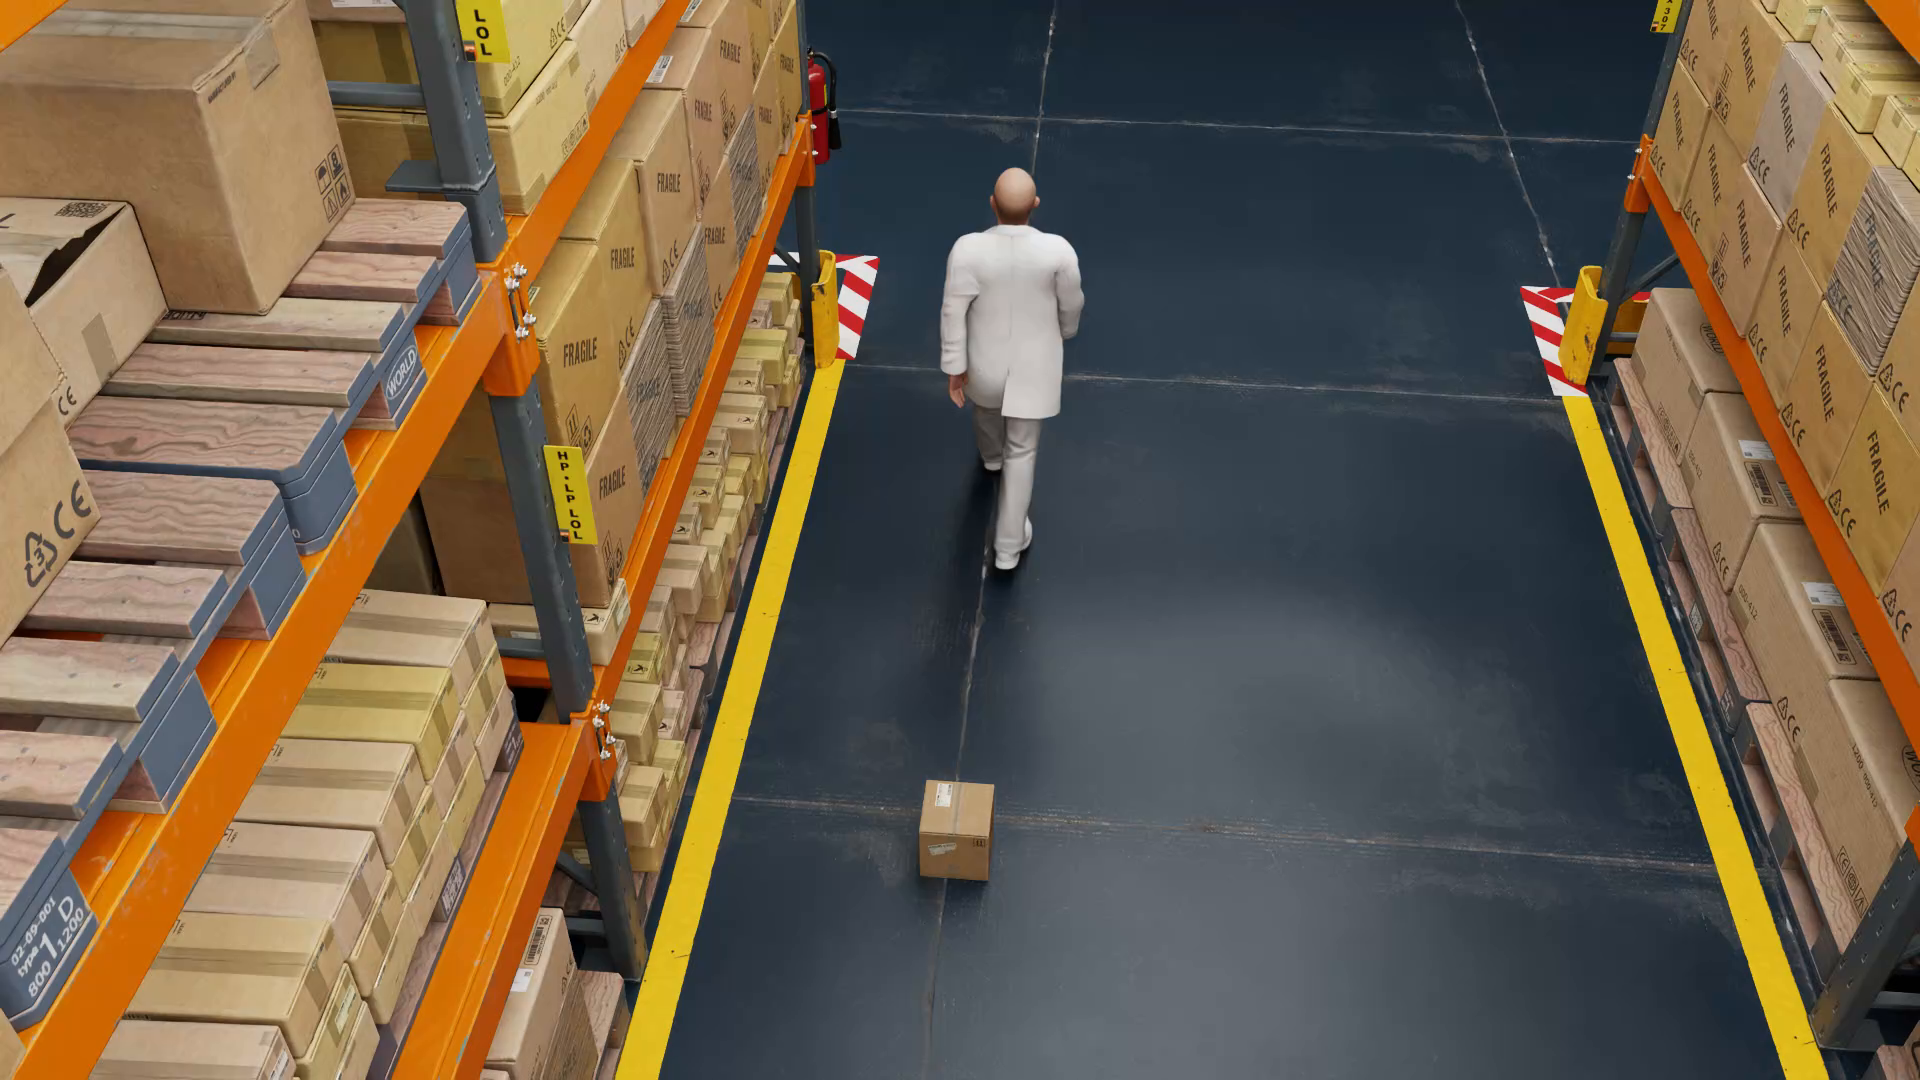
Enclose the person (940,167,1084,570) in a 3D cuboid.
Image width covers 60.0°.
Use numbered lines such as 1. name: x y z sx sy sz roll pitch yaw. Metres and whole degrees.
1. person: 0.233 -0.851 7.172 0.589 1.719 1.116 4 40 5
